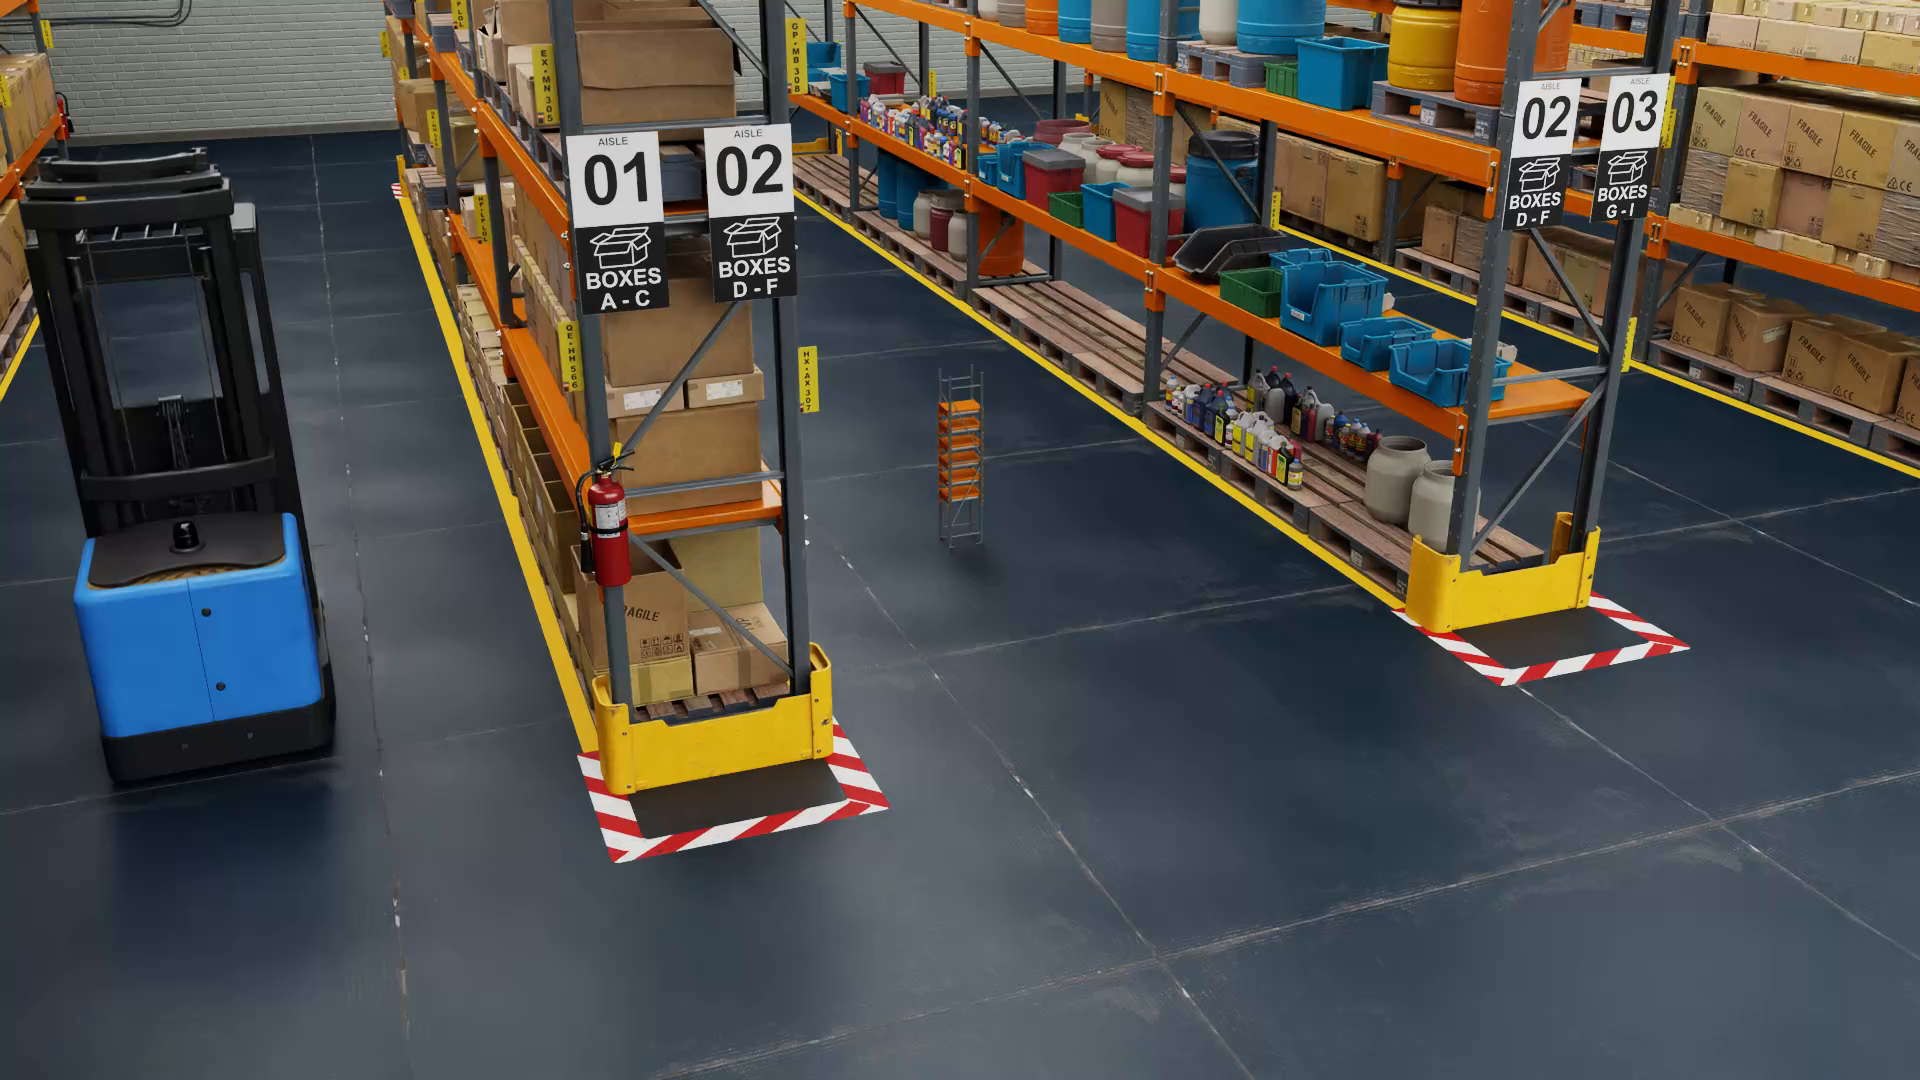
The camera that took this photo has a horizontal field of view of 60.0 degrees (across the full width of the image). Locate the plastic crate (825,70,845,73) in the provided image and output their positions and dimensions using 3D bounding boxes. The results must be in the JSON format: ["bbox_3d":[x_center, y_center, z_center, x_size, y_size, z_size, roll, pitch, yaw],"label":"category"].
[{"bbox_3d":[-1.724,-6.280,22.551,0.396,0.136,0.243,-8,24,-19],"label":"plastic crate"}]

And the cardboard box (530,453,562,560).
[{"bbox_3d":[-2.264,-0.230,9.968,0.500,0.500,0.500,-8,24,-19],"label":"cardboard box"}]

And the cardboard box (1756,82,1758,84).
[{"bbox_3d":[9.801,-5.535,20.303,0.380,0.149,0.250,-7,24,-16],"label":"cardboard box"}]

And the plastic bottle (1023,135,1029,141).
[{"bbox_3d":[0.690,-4.034,17.125,0.097,0.271,0.097,0,23,0],"label":"plastic bottle"}]

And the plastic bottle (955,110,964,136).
[{"bbox_3d":[0.021,-4.694,18.685,0.152,0.276,0.135,-8,24,-19],"label":"plastic bottle"}]

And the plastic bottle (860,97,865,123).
[{"bbox_3d":[-1.127,-5.054,19.529,0.061,0.283,0.133,-8,24,-19],"label":"plastic bottle"}]

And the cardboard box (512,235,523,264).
[{"bbox_3d":[-2.753,-1.935,11.015,0.380,0.149,0.250,-8,24,-19],"label":"cardboard box"}]

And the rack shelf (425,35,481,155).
[{"bbox_3d":[-3.373,-3.492,12.737,1.077,0.370,4.000,-8,24,-19],"label":"rack shelf"}]

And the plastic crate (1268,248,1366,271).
[{"bbox_3d":[2.613,-1.959,12.228,0.499,0.251,0.616,-8,24,-19],"label":"plastic crate"}]

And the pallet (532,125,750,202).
[{"bbox_3d":[-1.479,-1.863,8.060,1.003,0.211,1.213,-8,24,-19],"label":"pallet"}]

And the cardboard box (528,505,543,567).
[{"bbox_3d":[-2.443,-0.066,10.544,0.500,0.250,0.500,-8,24,-19],"label":"cardboard box"}]

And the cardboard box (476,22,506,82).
[{"bbox_3d":[-2.545,-2.898,9.796,0.500,0.311,0.500,-10,25,-22],"label":"cardboard box"}]

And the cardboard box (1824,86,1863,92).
[{"bbox_3d":[9.953,-4.831,18.721,0.500,0.500,0.500,-9,24,-19],"label":"cardboard box"}]

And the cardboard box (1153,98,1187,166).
[{"bbox_3d":[3.300,-5.771,23.276,0.875,0.875,0.875,-8,24,-19],"label":"cardboard box"}]

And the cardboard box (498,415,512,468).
[{"bbox_3d":[-3.085,-0.752,12.171,0.500,0.250,0.500,-9,24,-20],"label":"cardboard box"}]

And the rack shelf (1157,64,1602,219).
[{"bbox_3d":[2.675,-2.717,10.898,1.077,0.370,4.000,-8,24,-19],"label":"rack shelf"}]

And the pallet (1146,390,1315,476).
[{"bbox_3d":[2.167,-0.858,13.014,1.003,0.211,1.213,-8,24,-19],"label":"pallet"}]

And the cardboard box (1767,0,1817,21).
[{"bbox_3d":[6.663,-4.219,13.217,0.380,0.149,0.250,-8,24,-19],"label":"cardboard box"}]

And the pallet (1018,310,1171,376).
[{"bbox_3d":[1.220,-1.832,15.324,1.003,0.211,1.213,-8,24,-19],"label":"pallet"}]

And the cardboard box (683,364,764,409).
[{"bbox_3d":[-1.191,-0.778,8.270,0.380,0.149,0.250,-9,24,-19],"label":"cardboard box"}]

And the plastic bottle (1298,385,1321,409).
[{"bbox_3d":[2.647,-0.993,12.589,0.144,0.351,0.185,-8,24,-19],"label":"plastic bottle"}]

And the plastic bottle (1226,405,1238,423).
[{"bbox_3d":[2.019,-0.871,12.401,0.097,0.271,0.097,0,23,0],"label":"plastic bottle"}]

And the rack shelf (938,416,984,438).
[{"bbox_3d":[0.005,-0.728,10.929,0.258,0.103,0.180,-8,24,-19],"label":"rack shelf"}]

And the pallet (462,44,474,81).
[{"bbox_3d":[-2.991,-3.327,11.666,0.805,0.209,1.217,-9,25,-21],"label":"pallet"}]

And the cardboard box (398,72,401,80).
[{"bbox_3d":[-6.459,-5.372,20.005,0.500,0.500,0.500,-8,24,-18],"label":"cardboard box"}]

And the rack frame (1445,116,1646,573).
[{"bbox_3d":[3.381,-0.939,9.616,1.000,3.000,0.127,-8,24,-19],"label":"rack frame"}]

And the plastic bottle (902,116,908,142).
[{"bbox_3d":[-0.592,-4.518,18.272,0.097,0.271,0.097,0,23,0],"label":"plastic bottle"}]

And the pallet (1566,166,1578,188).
[{"bbox_3d":[5.927,-3.724,16.469,1.003,0.211,1.213,-8,24,-19],"label":"pallet"}]

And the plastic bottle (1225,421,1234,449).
[{"bbox_3d":[2.010,-0.781,12.277,0.097,0.201,0.097,0,23,0],"label":"plastic bottle"}]

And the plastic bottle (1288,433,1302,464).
[{"bbox_3d":[2.359,-0.608,11.760,0.061,0.283,0.133,-8,24,-19],"label":"plastic bottle"}]

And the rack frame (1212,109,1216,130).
[{"bbox_3d":[3.776,-5.979,21.574,1.000,3.000,0.127,-8,24,-19],"label":"rack frame"}]

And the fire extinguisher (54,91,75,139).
[{"bbox_3d":[-11.161,-5.304,20.552,0.296,0.674,0.183,-8,24,-19],"label":"fire extinguisher"}]

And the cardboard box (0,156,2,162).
[{"bbox_3d":[-9.538,-3.815,15.903,0.500,0.500,0.500,-8,24,-19],"label":"cardboard box"}]

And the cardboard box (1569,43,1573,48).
[{"bbox_3d":[8.265,-6.668,22.225,0.380,0.149,0.250,-8,24,-18],"label":"cardboard box"}]

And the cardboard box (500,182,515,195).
[{"bbox_3d":[-3.472,-2.606,13.443,0.500,0.500,0.500,-10,25,-22],"label":"cardboard box"}]

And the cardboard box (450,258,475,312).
[{"bbox_3d":[-4.630,-2.526,16.034,0.500,0.500,0.500,-7,24,-17],"label":"cardboard box"}]

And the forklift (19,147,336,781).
[{"bbox_3d":[-4.282,-0.698,9.133,1.130,2.935,3.031,-9,24,-20],"label":"forklift"}]

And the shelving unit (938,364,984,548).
[{"bbox_3d":[0.005,-0.548,11.005,0.258,1.200,0.189,-8,24,-19],"label":"shelving unit"}]

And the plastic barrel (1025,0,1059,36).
[{"bbox_3d":[0.873,-4.860,14.505,0.600,0.830,0.708,-8,24,-19],"label":"plastic barrel"}]

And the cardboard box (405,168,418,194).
[{"bbox_3d":[-6.803,-4.592,21.257,0.500,0.250,0.500,-8,24,-19],"label":"cardboard box"}]

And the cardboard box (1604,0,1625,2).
[{"bbox_3d":[6.195,-5.222,15.242,0.797,0.503,0.637,-7,24,-17],"label":"cardboard box"}]

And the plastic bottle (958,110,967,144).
[{"bbox_3d":[0.067,-4.518,18.170,0.144,0.351,0.185,-8,24,-19],"label":"plastic bottle"}]

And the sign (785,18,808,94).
[{"bbox_3d":[-0.733,-2.156,7.415,0.100,0.325,0.005,-8,24,-19],"label":"sign"}]

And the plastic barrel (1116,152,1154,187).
[{"bbox_3d":[1.576,-3.100,14.567,0.433,0.535,0.433,0,23,0],"label":"plastic barrel"}]

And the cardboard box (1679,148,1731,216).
[{"bbox_3d":[6.703,-3.083,14.192,0.875,0.500,0.500,-8,24,-19],"label":"cardboard box"}]

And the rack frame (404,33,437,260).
[{"bbox_3d":[-5.493,-4.621,18.352,1.000,3.000,0.127,-8,24,-19],"label":"rack frame"}]

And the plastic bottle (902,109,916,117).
[{"bbox_3d":[-0.581,-4.706,18.714,0.152,0.276,0.135,-8,24,-19],"label":"plastic bottle"}]

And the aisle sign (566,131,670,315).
[{"bbox_3d":[-1.505,-1.395,7.350,0.394,0.787,0.004,-8,24,-19],"label":"aisle sign"}]

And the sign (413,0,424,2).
[{"bbox_3d":[-4.588,-4.715,14.046,0.100,0.325,0.005,-8,24,-19],"label":"sign"}]

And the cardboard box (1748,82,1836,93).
[{"bbox_3d":[7.018,-3.590,14.107,0.500,0.500,0.500,-8,24,-19],"label":"cardboard box"}]

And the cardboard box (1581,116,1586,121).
[{"bbox_3d":[5.903,-3.931,16.040,0.797,0.503,0.637,-6,24,-14],"label":"cardboard box"}]

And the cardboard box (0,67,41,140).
[{"bbox_3d":[-10.821,-4.807,18.406,0.980,0.700,0.700,-10,25,-22],"label":"cardboard box"}]

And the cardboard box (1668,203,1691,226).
[{"bbox_3d":[6.397,-2.837,14.443,0.380,0.149,0.250,-8,24,-19],"label":"cardboard box"}]

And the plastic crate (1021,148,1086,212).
[{"bbox_3d":[0.840,-3.246,15.008,0.402,0.464,0.583,-8,24,-19],"label":"plastic crate"}]
